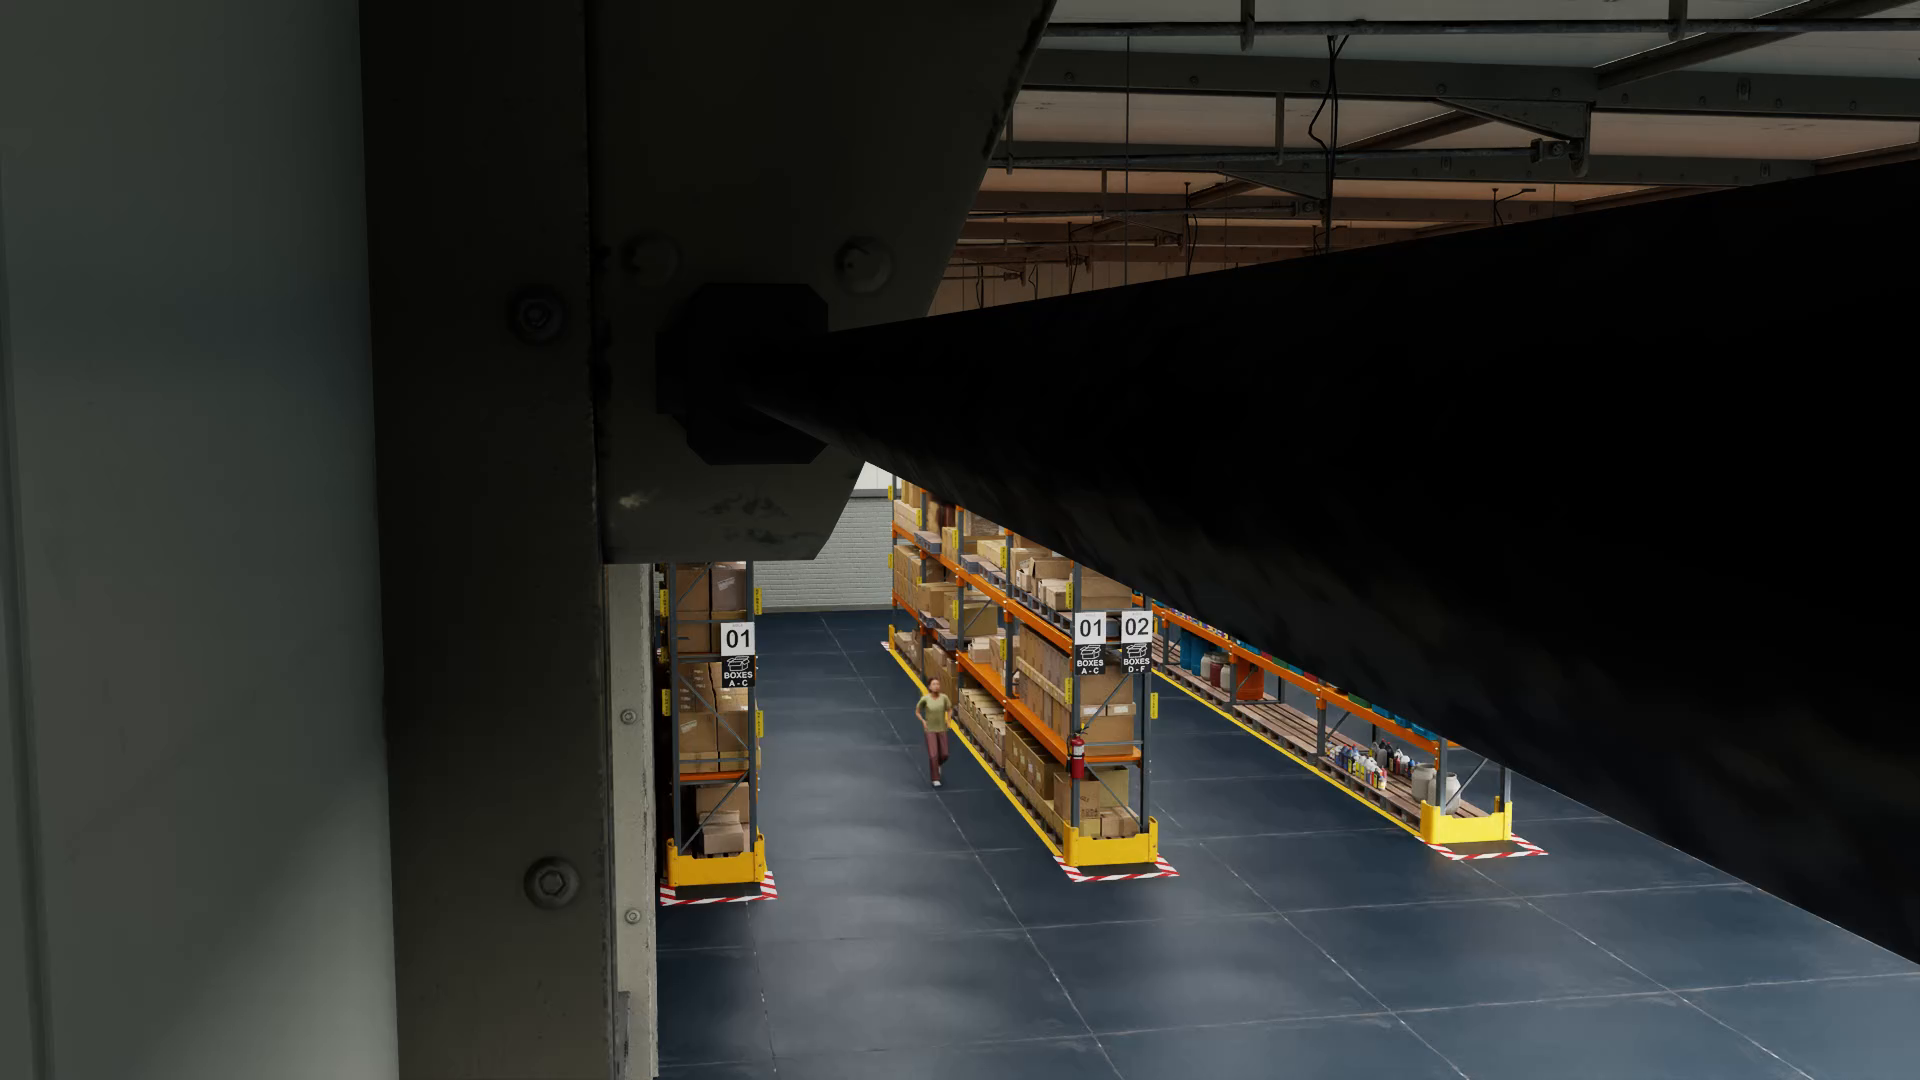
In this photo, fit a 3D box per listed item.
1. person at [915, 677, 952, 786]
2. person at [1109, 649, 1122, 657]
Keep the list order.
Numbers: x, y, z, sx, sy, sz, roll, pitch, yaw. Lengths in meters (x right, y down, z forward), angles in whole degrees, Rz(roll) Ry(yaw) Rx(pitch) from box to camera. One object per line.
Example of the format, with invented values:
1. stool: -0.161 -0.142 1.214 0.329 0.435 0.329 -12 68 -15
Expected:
1. person: -0.386 2.839 24.853 0.575 1.618 0.579 -1 6 -12
2. person: 2.838 2.028 30.070 0.520 1.562 0.468 -2 7 -21
